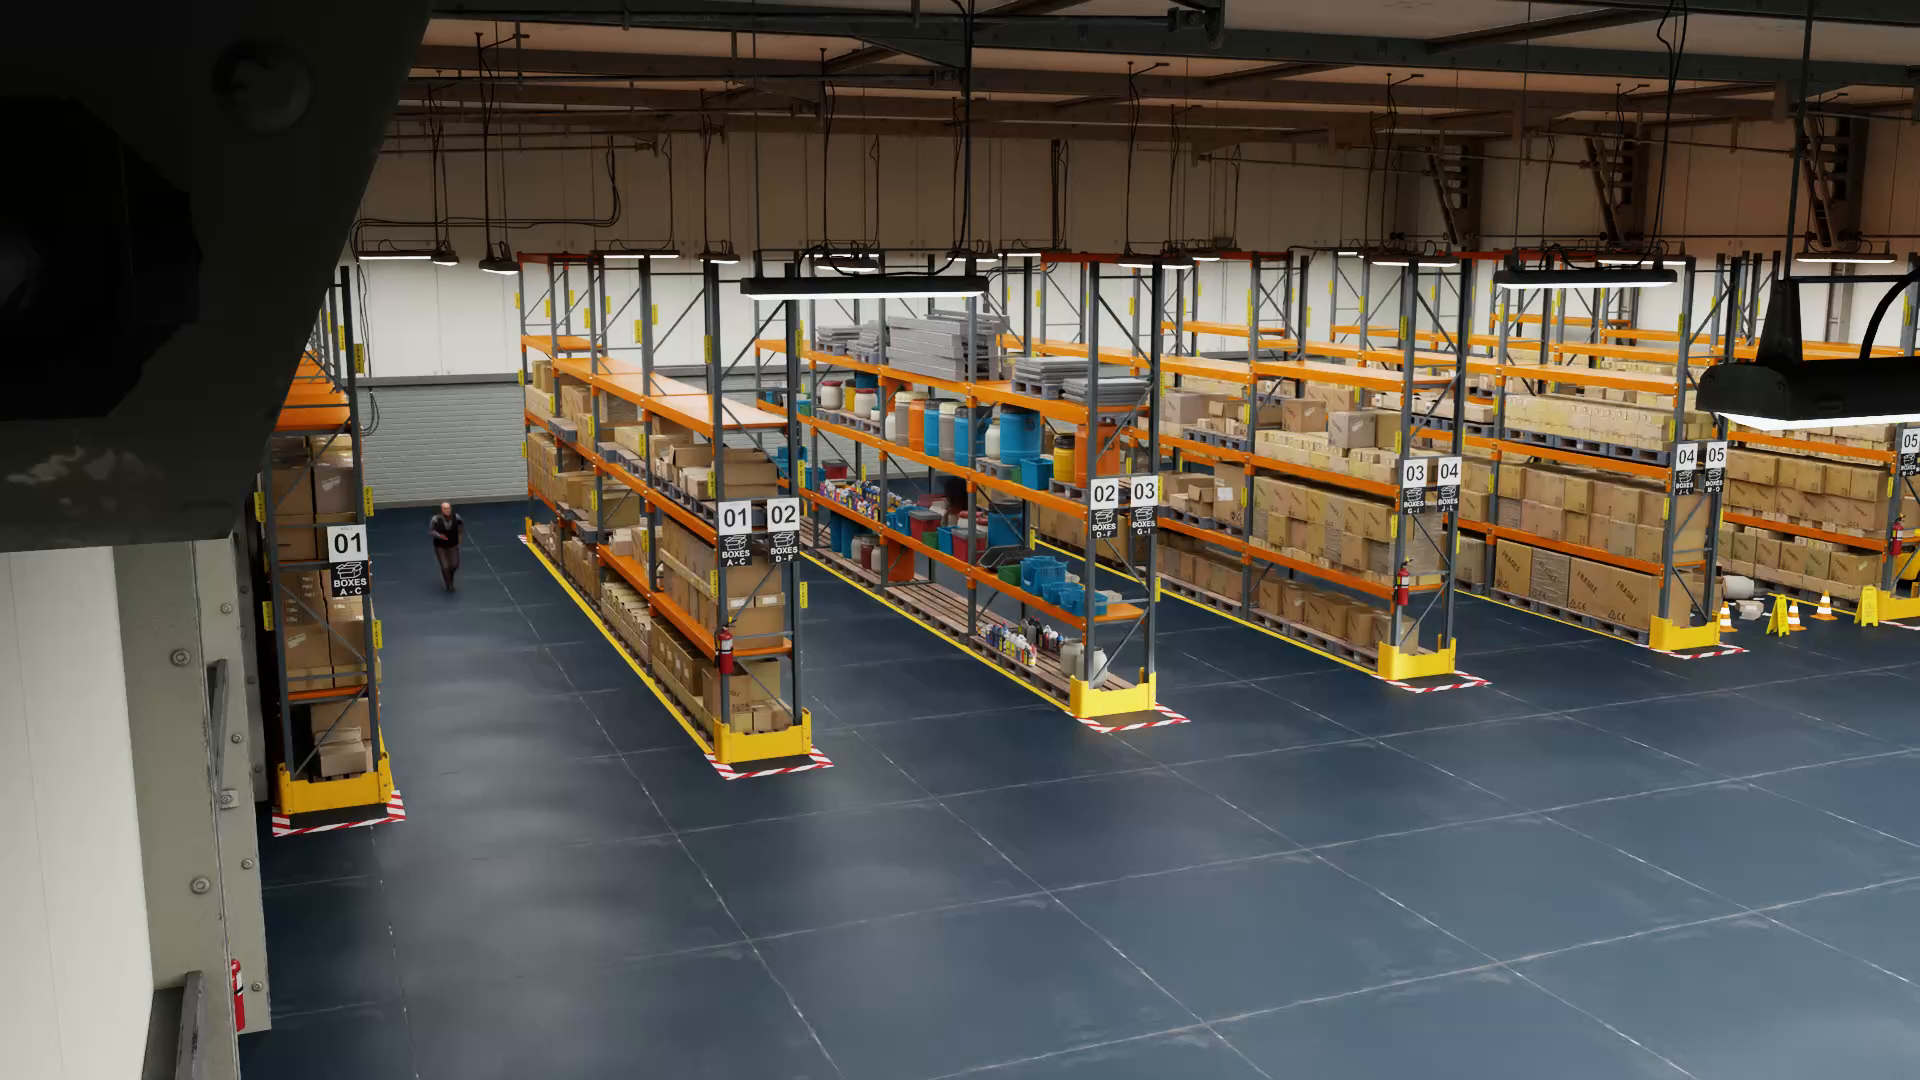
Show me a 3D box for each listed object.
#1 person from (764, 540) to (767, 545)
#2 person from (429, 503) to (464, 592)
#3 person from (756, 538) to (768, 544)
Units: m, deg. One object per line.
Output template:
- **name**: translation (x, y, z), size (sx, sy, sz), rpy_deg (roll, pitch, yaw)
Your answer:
- **person**: translation (-3.901, -0.340, 32.409), size (0.560, 1.639, 0.603), rpy_deg (-4, 11, -19)
- **person**: translation (-9.189, 0.127, 29.841), size (0.649, 1.650, 0.724), rpy_deg (-5, 11, -24)
- **person**: translation (-3.509, 0.069, 28.297), size (0.649, 1.778, 0.590), rpy_deg (-6, 12, -30)
